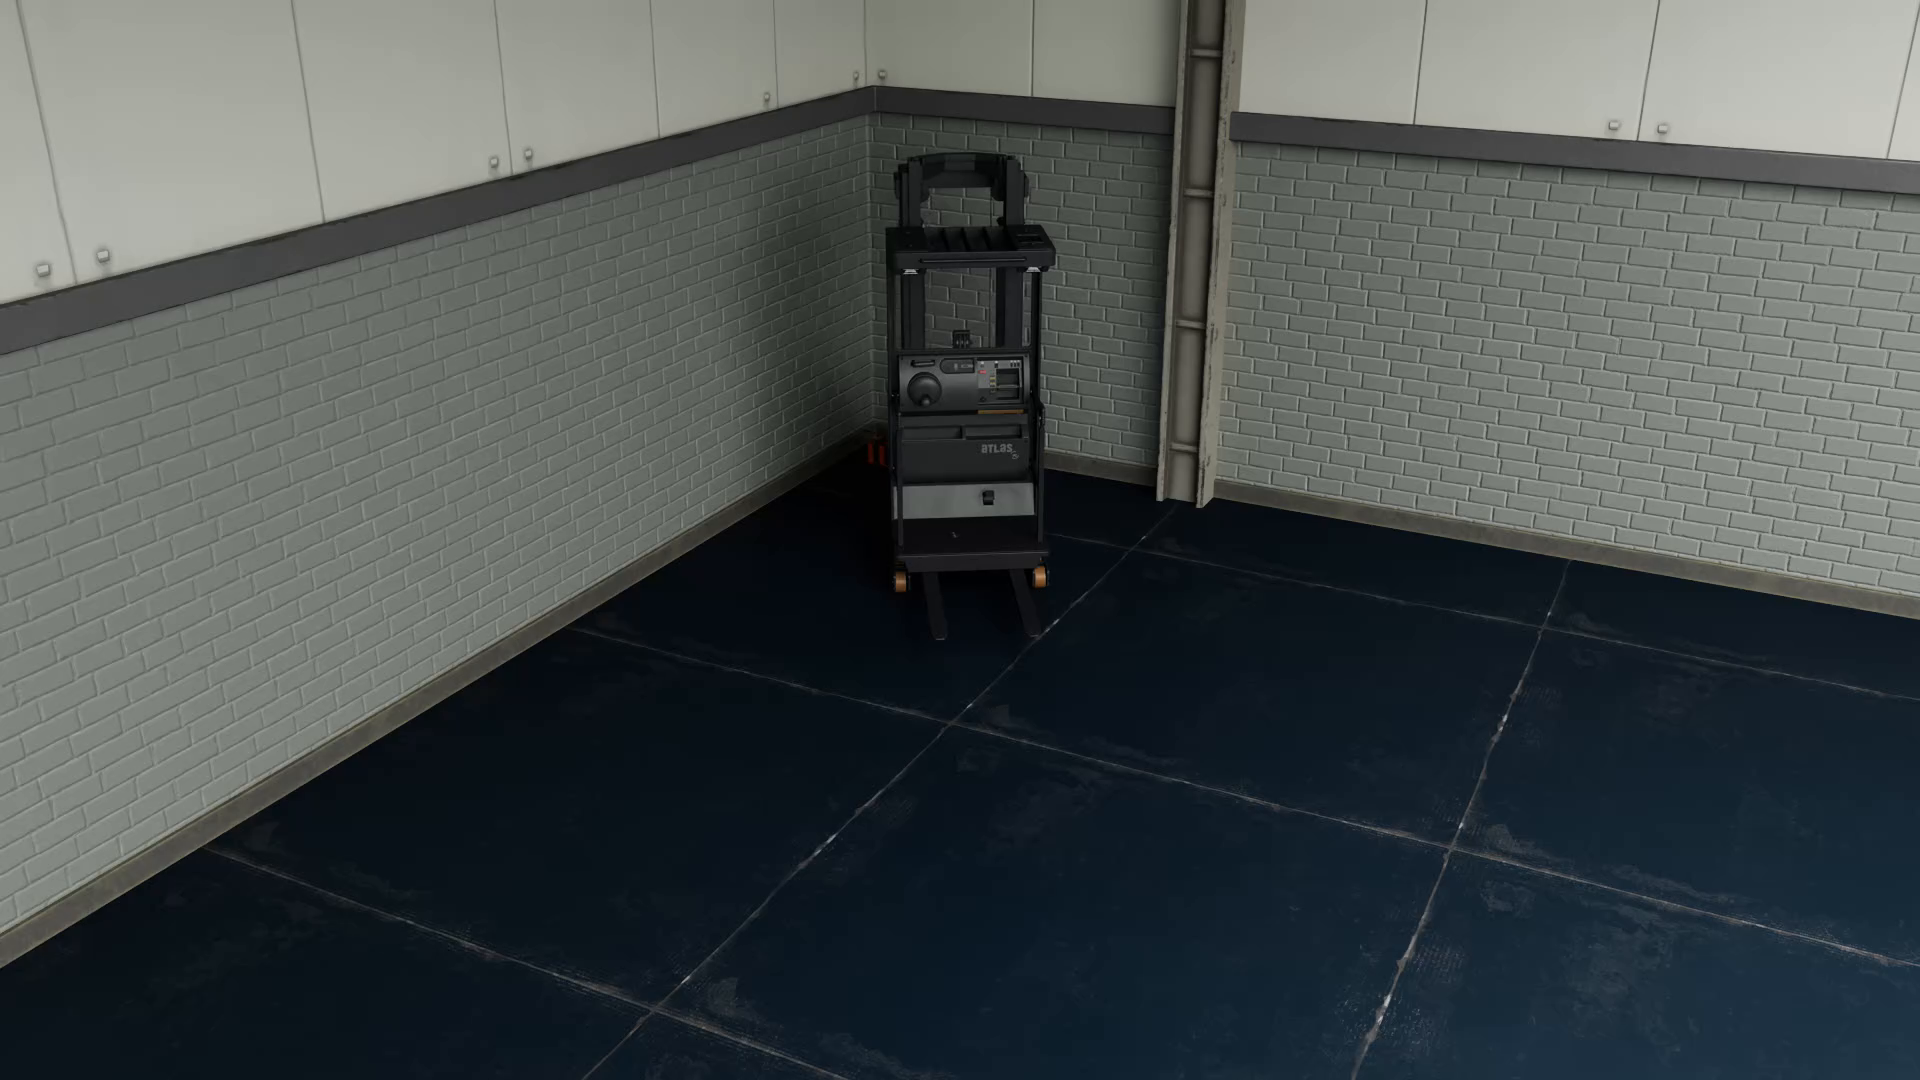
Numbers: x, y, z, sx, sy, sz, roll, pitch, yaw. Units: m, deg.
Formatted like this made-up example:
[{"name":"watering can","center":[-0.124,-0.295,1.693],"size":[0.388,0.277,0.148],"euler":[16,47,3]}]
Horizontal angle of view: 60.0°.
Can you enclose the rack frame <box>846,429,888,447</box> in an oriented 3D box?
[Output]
[{"name":"rack frame","center":[-0.424,-0.802,14.152],"size":[1.200,0.006,0.240],"euler":[14,27,31]}]

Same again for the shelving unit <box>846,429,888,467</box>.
[{"name":"shelving unit","center":[-0.423,-0.718,14.188],"size":[1.200,0.189,0.258],"euler":[14,27,31]}]

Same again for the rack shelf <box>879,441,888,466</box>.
[{"name":"rack shelf","center":[-0.587,-0.759,14.287],"size":[0.103,0.180,0.258],"euler":[14,27,31]}]

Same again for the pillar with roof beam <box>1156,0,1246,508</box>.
[{"name":"pillar with roof beam","center":[-0.108,-2.981,8.261],"size":[0.400,9.000,9.100],"euler":[11,25,25]}]

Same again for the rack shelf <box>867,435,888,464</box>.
[{"name":"rack shelf","center":[-0.687,-0.784,14.348],"size":[0.103,0.180,0.258],"euler":[14,27,31]}]

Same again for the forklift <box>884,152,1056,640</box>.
[{"name":"forklift","center":[0.051,-1.106,11.605],"size":[1.130,2.935,3.031],"euler":[-2,23,-4]}]

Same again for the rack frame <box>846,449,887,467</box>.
[{"name":"rack frame","center":[-0.423,-0.634,14.223],"size":[1.200,0.006,0.240],"euler":[14,27,31]}]
